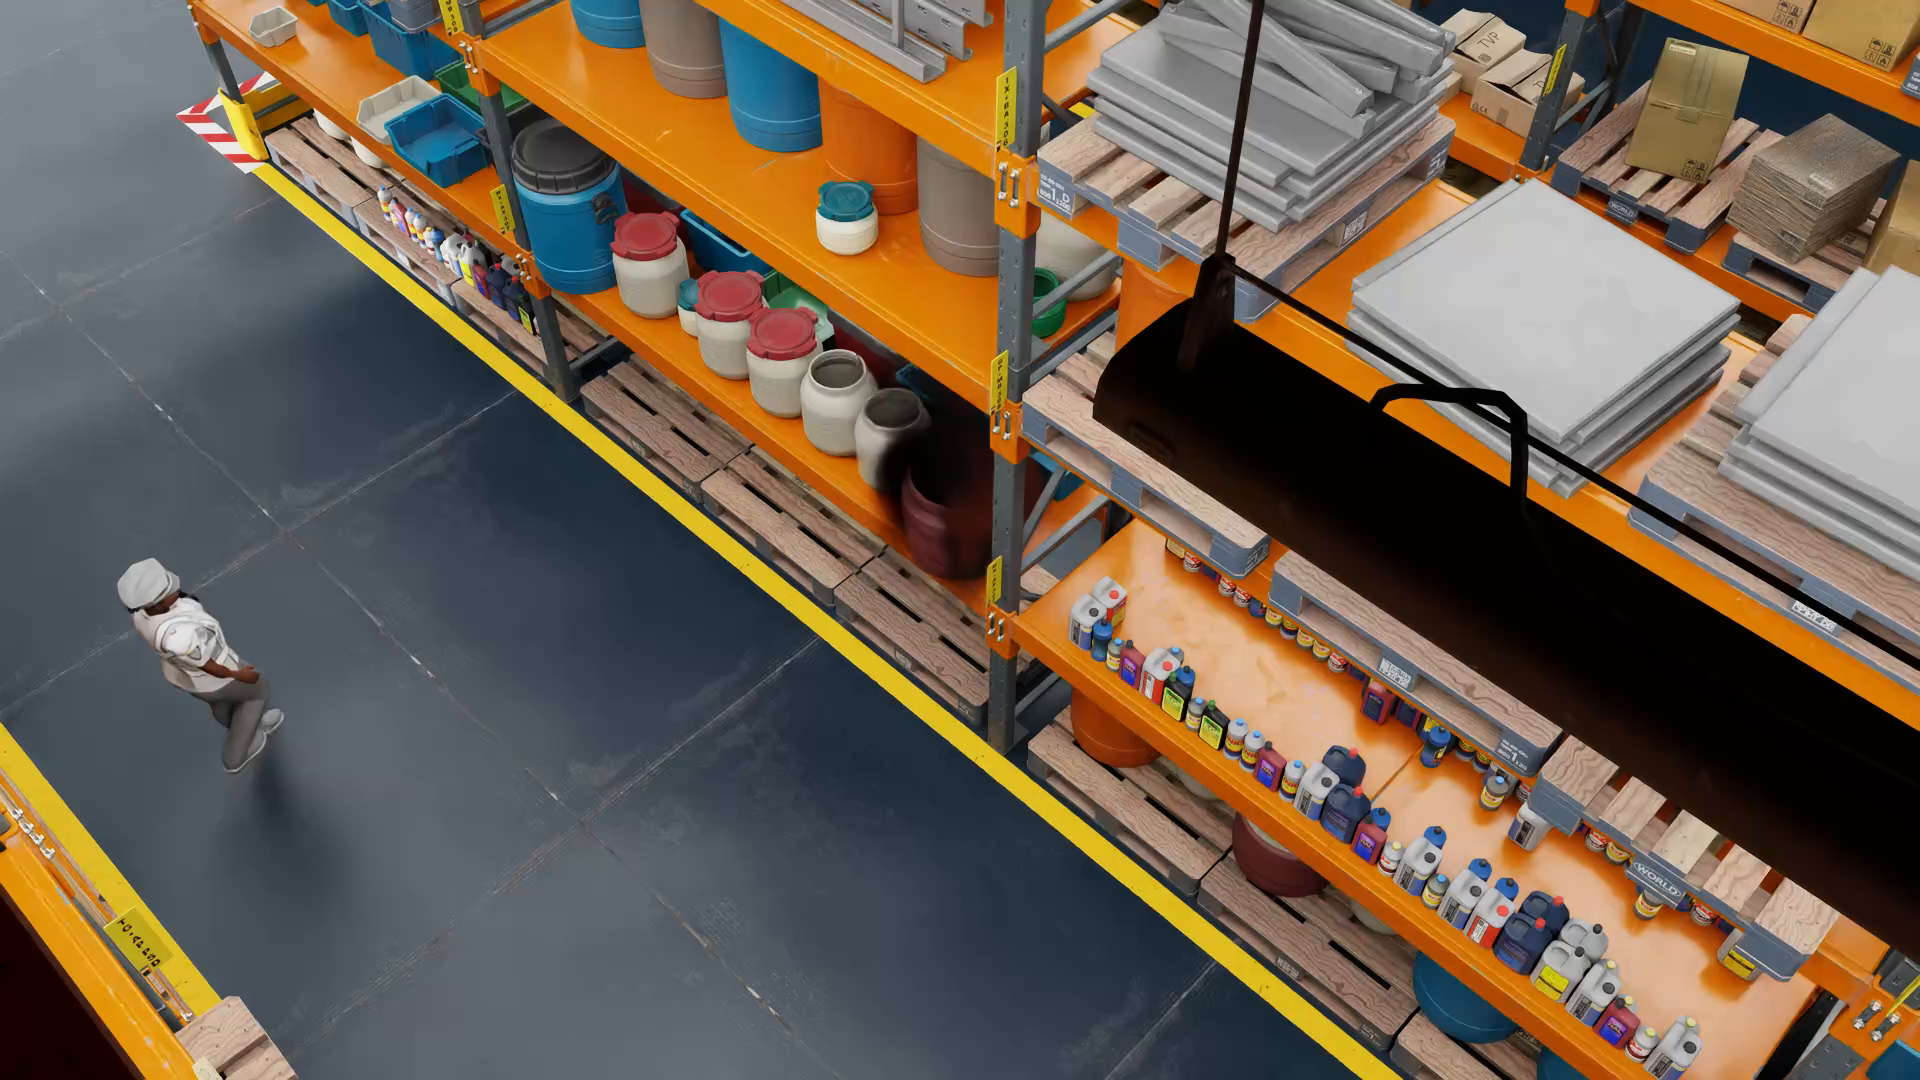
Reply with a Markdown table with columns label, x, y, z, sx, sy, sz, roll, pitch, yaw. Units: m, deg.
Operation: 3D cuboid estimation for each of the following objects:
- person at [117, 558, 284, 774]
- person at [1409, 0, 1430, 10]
| label | x | y | z | sx | sy | sz | roll | pitch | yaw |
| --- | --- | --- | --- | --- | --- | --- | --- | --- | --- |
| person | -3.872 | 0.643 | 8.605 | 0.463 | 1.695 | 0.506 | 23 | 54 | 18 |
| person | 3.383 | -4.366 | 12.919 | 0.494 | 1.809 | 0.670 | -16 | 52 | -13 |
